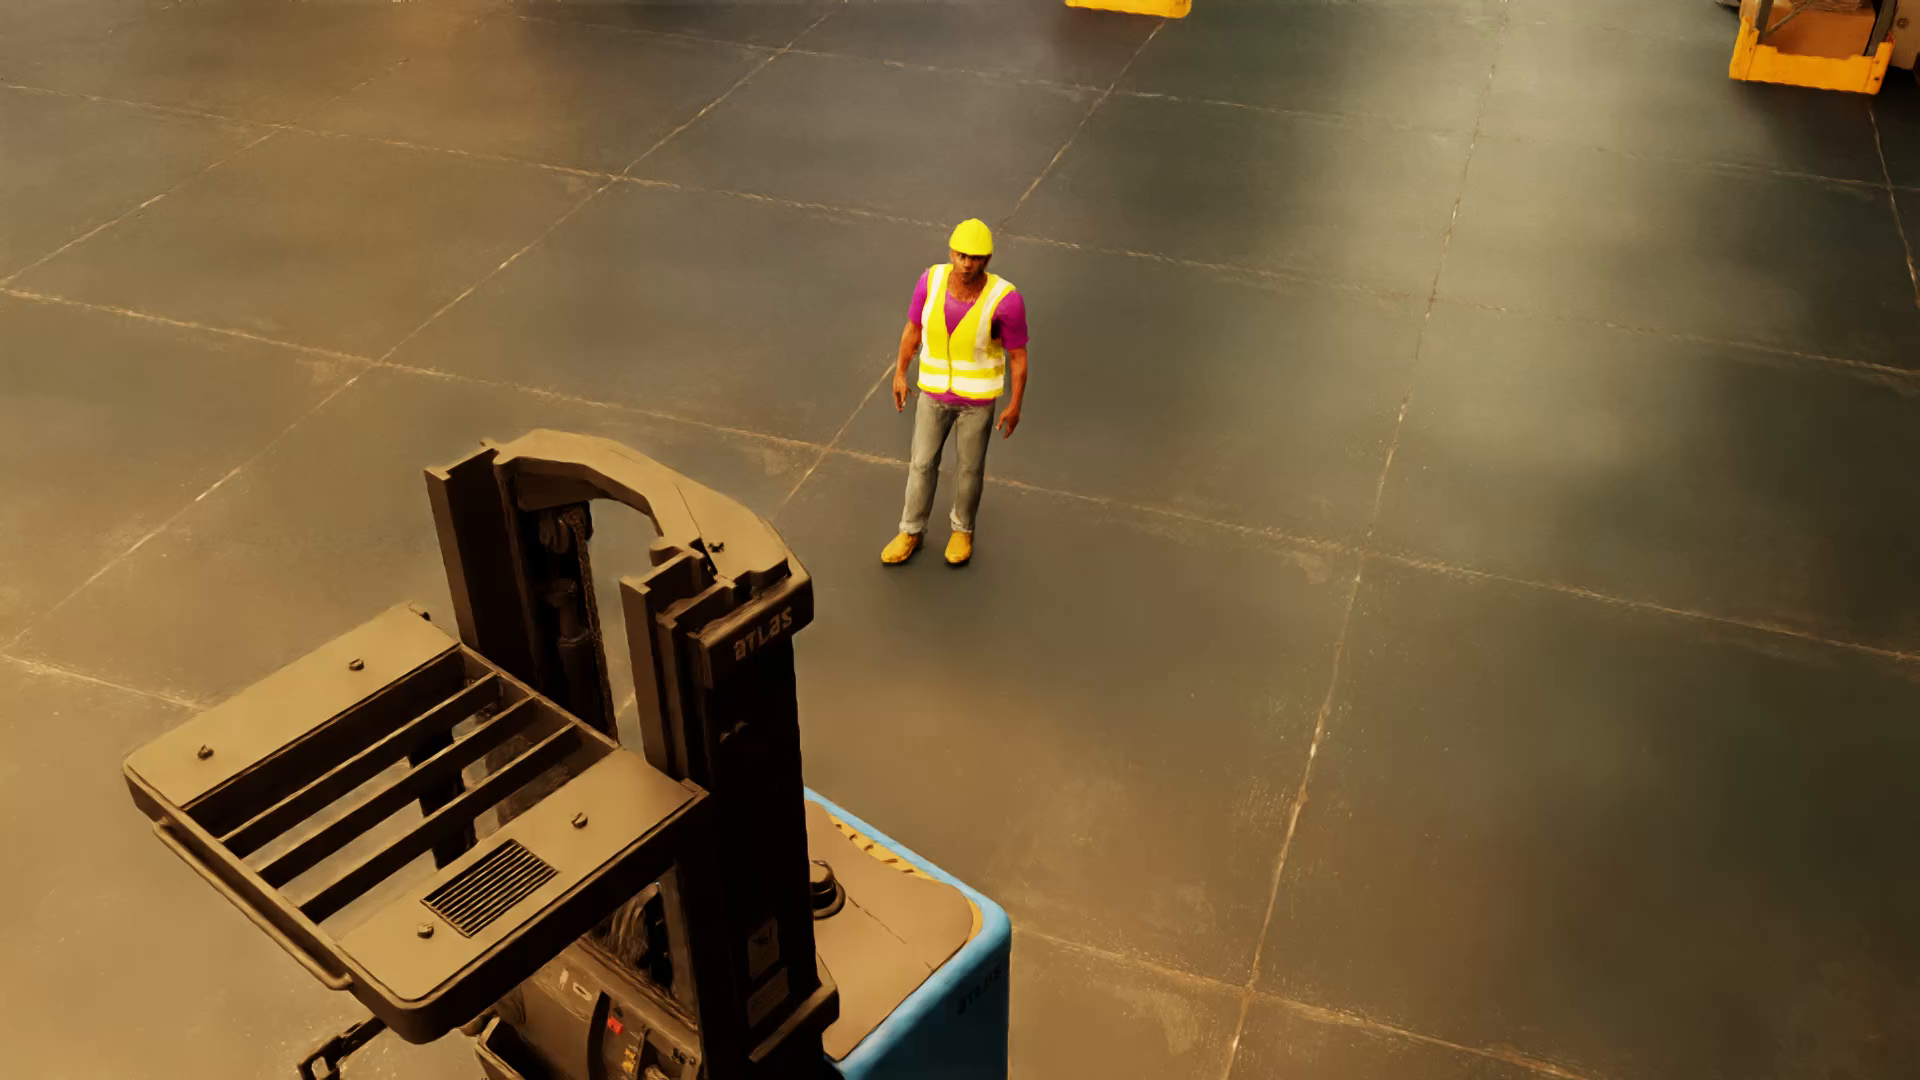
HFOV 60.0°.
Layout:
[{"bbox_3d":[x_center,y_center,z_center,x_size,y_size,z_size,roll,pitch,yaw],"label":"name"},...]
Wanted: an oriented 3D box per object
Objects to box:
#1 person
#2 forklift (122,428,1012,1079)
[{"bbox_3d":[-0.028,-0.689,8.078,0.665,1.766,0.576,12,37,16],"label":"person"},{"bbox_3d":[-1.149,1.318,4.252,1.130,2.935,3.031,25,43,31],"label":"forklift"}]
